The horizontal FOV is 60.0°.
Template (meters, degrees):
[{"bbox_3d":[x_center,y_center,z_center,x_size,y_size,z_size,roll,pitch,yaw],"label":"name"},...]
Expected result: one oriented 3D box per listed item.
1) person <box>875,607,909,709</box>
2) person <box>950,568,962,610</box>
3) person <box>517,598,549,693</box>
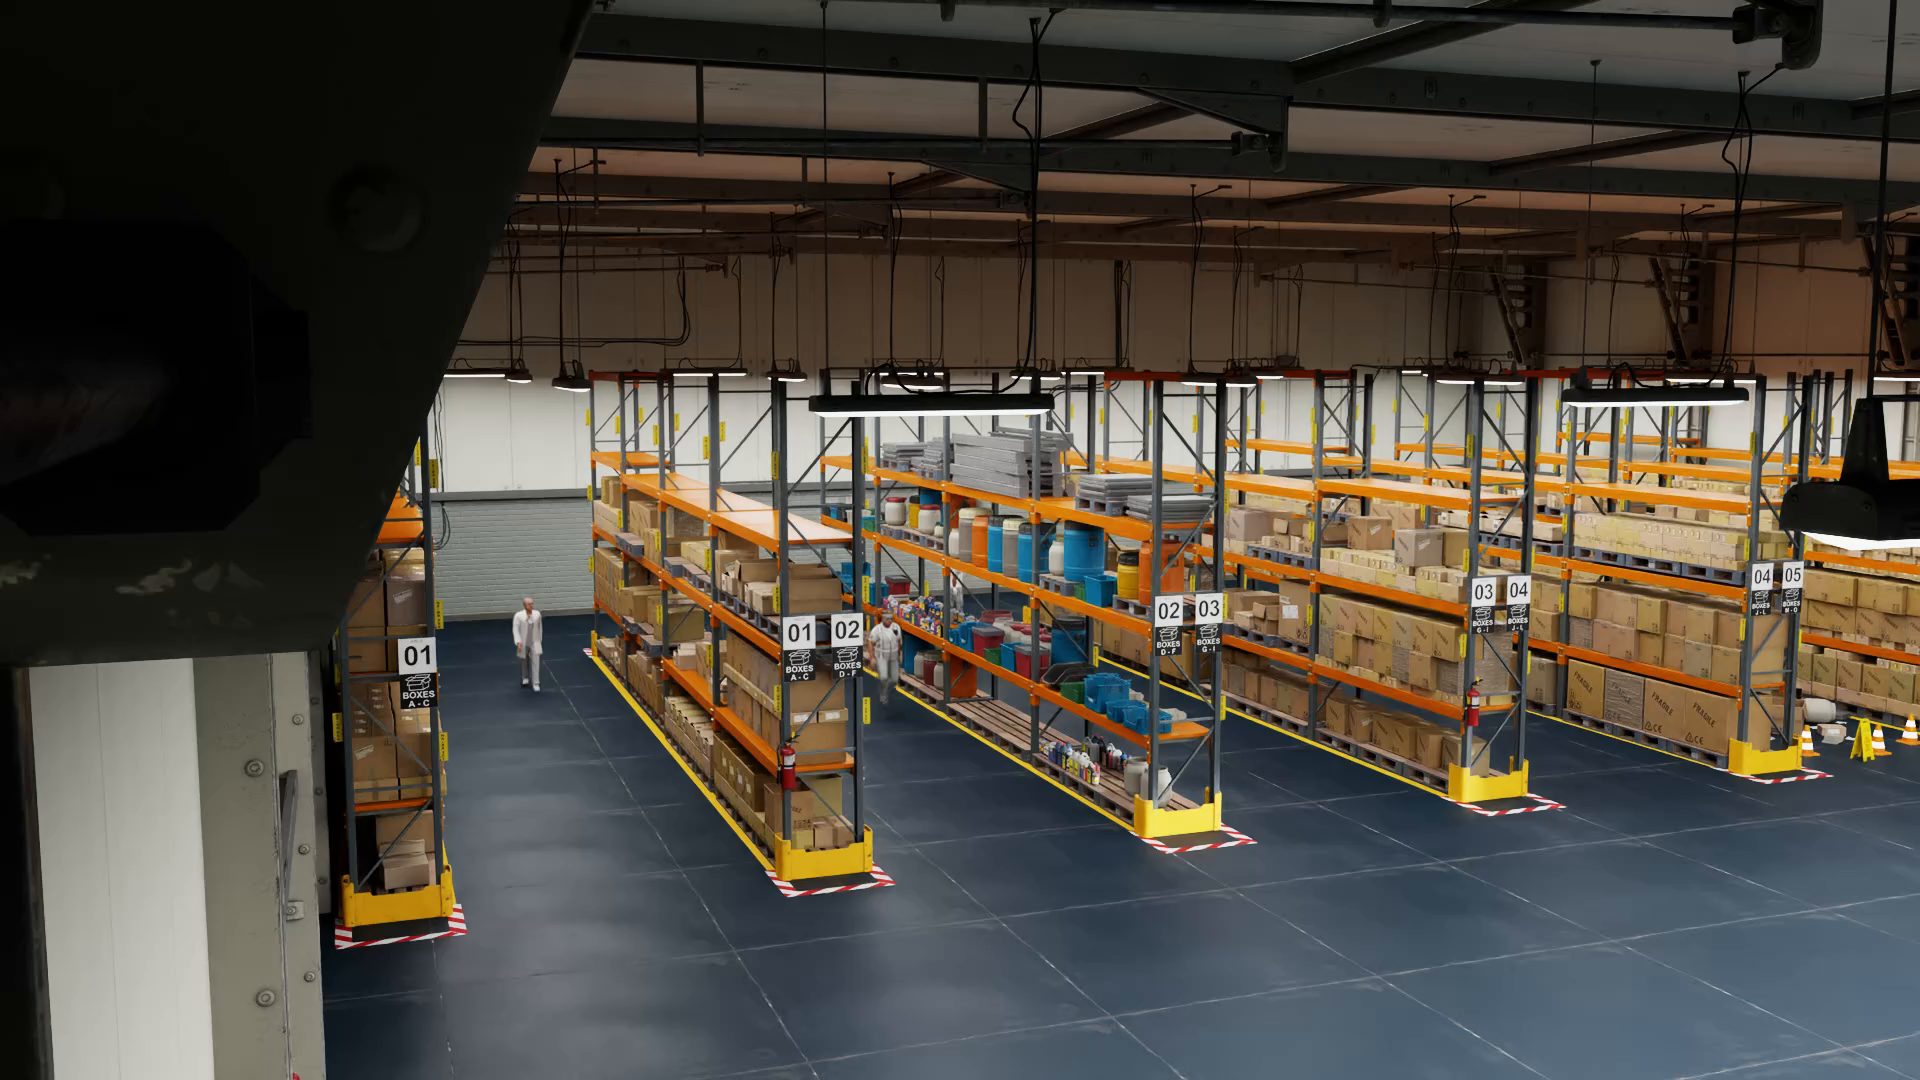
[{"bbox_3d":[-1.224,2.080,29.156,0.519,1.813,0.604,3,7,29],"label":"person"},{"bbox_3d":[-0.156,1.120,38.727,0.476,1.787,0.618,3,7,23],"label":"person"},{"bbox_3d":[-7.959,1.967,31.030,0.605,1.769,0.548,-3,7,-21],"label":"person"}]
